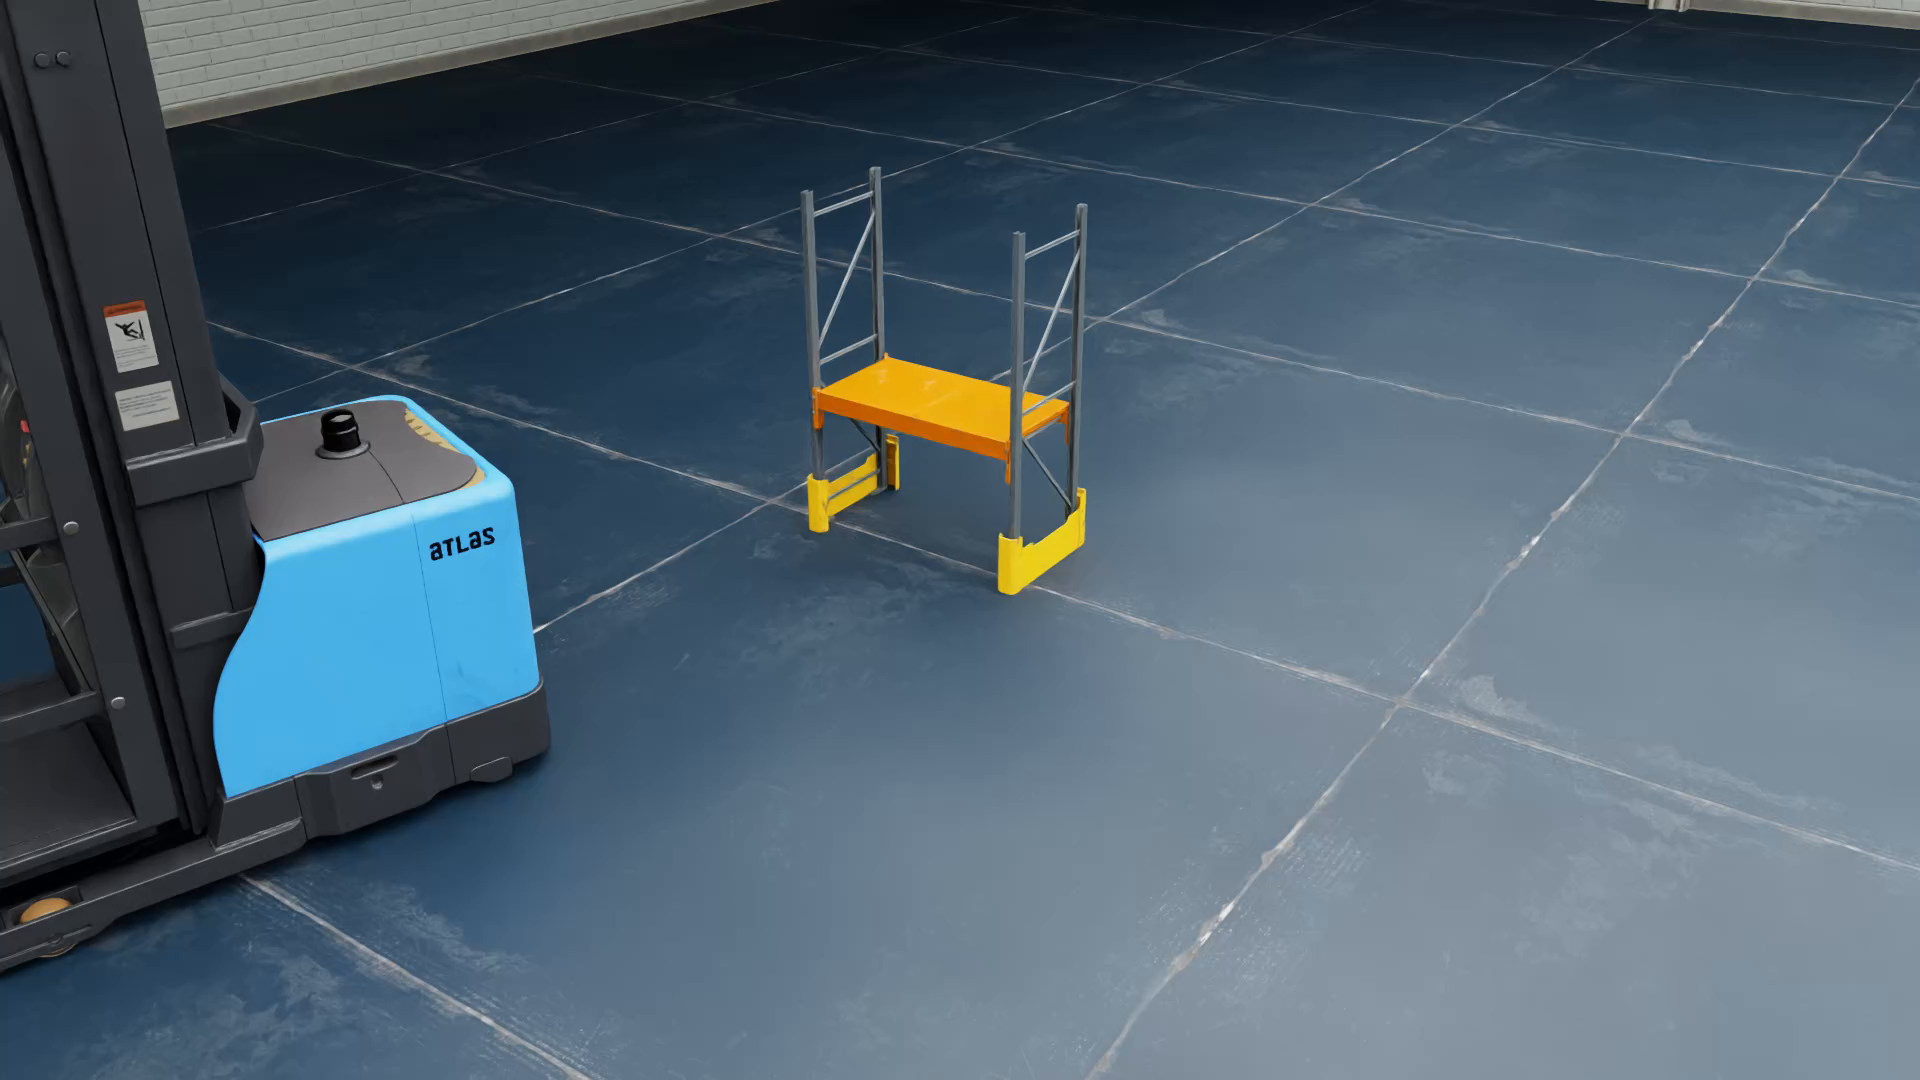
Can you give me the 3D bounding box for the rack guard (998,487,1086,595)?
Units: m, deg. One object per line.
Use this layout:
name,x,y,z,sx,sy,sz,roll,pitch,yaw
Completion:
rack guard,0.348,-0.003,6.980,0.087,0.250,0.587,17,32,30

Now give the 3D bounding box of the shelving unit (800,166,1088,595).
shelving unit,-0.063,-0.688,6.948,1.083,1.500,0.587,17,32,30

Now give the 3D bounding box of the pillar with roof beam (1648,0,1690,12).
pillar with roof beam,5.863,-8.625,14.277,0.400,9.000,9.100,17,32,30

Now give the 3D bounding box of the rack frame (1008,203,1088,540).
rack frame,0.349,-0.560,6.696,0.032,1.500,0.500,17,32,30

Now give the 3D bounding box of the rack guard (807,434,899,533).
rack guard,-0.473,-0.259,7.483,0.087,0.250,0.587,17,32,30

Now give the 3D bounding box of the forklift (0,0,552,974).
forklift,-2.886,-0.307,4.623,3.031,2.935,1.130,-19,33,-33

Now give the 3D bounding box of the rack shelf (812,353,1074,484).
rack shelf,-0.070,-0.530,7.034,1.000,0.185,0.538,17,32,30

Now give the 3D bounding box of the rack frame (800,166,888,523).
rack frame,-0.489,-0.821,7.209,0.032,1.500,0.500,17,32,30
